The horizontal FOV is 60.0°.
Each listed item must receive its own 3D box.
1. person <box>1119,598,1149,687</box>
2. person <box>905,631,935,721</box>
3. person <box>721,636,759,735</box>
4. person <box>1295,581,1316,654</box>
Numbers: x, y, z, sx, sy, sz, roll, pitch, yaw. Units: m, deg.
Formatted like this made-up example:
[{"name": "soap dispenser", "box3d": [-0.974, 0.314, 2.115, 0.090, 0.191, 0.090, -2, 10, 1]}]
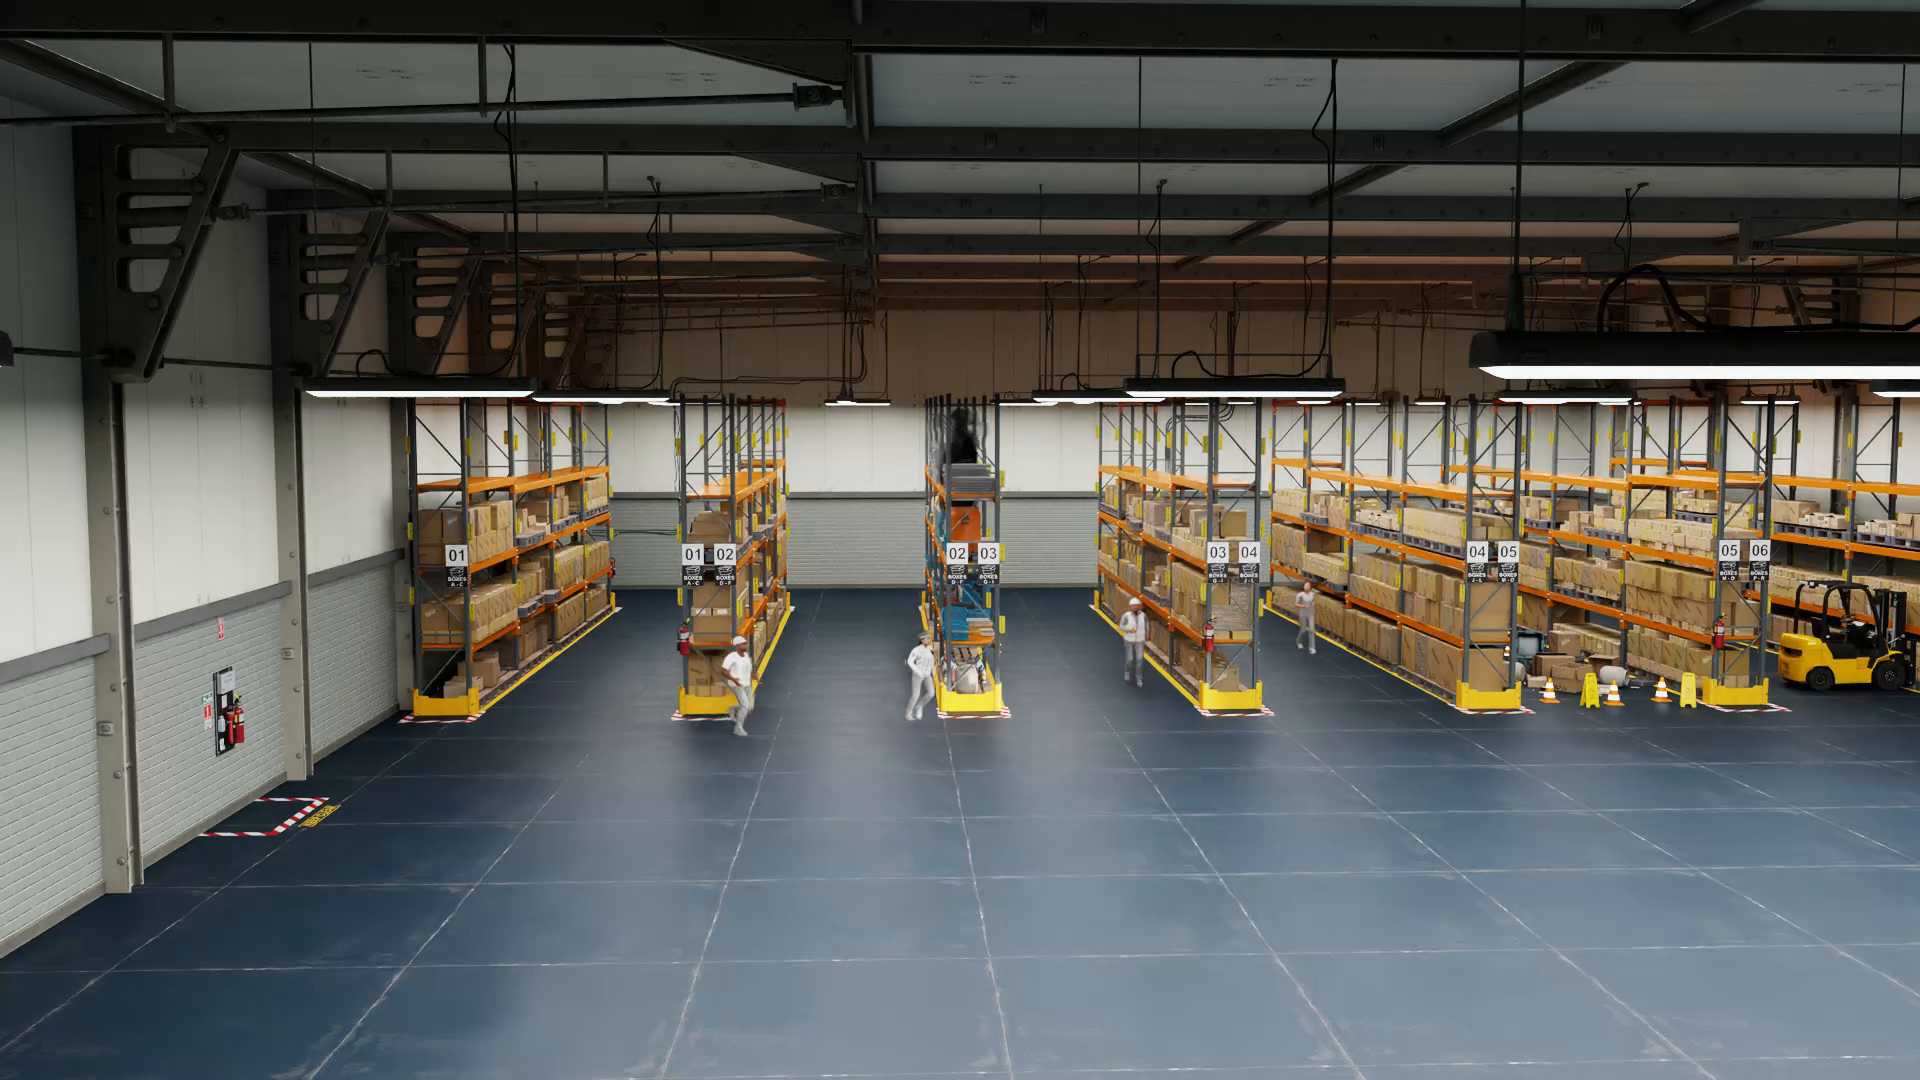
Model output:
[{"name": "person", "box3d": [3.621, 2.116, 34.559, 0.671, 1.835, 0.811, 0, 5, -6]}, {"name": "person", "box3d": [-0.662, 2.488, 30.536, 0.676, 1.634, 0.560, -3, 5, -34]}, {"name": "person", "box3d": [-3.918, 2.560, 29.441, 0.658, 1.725, 0.733, 3, 5, 31]}, {"name": "person", "box3d": [8.106, 1.784, 38.943, 0.571, 1.655, 0.950, -1, 5, -10]}]
